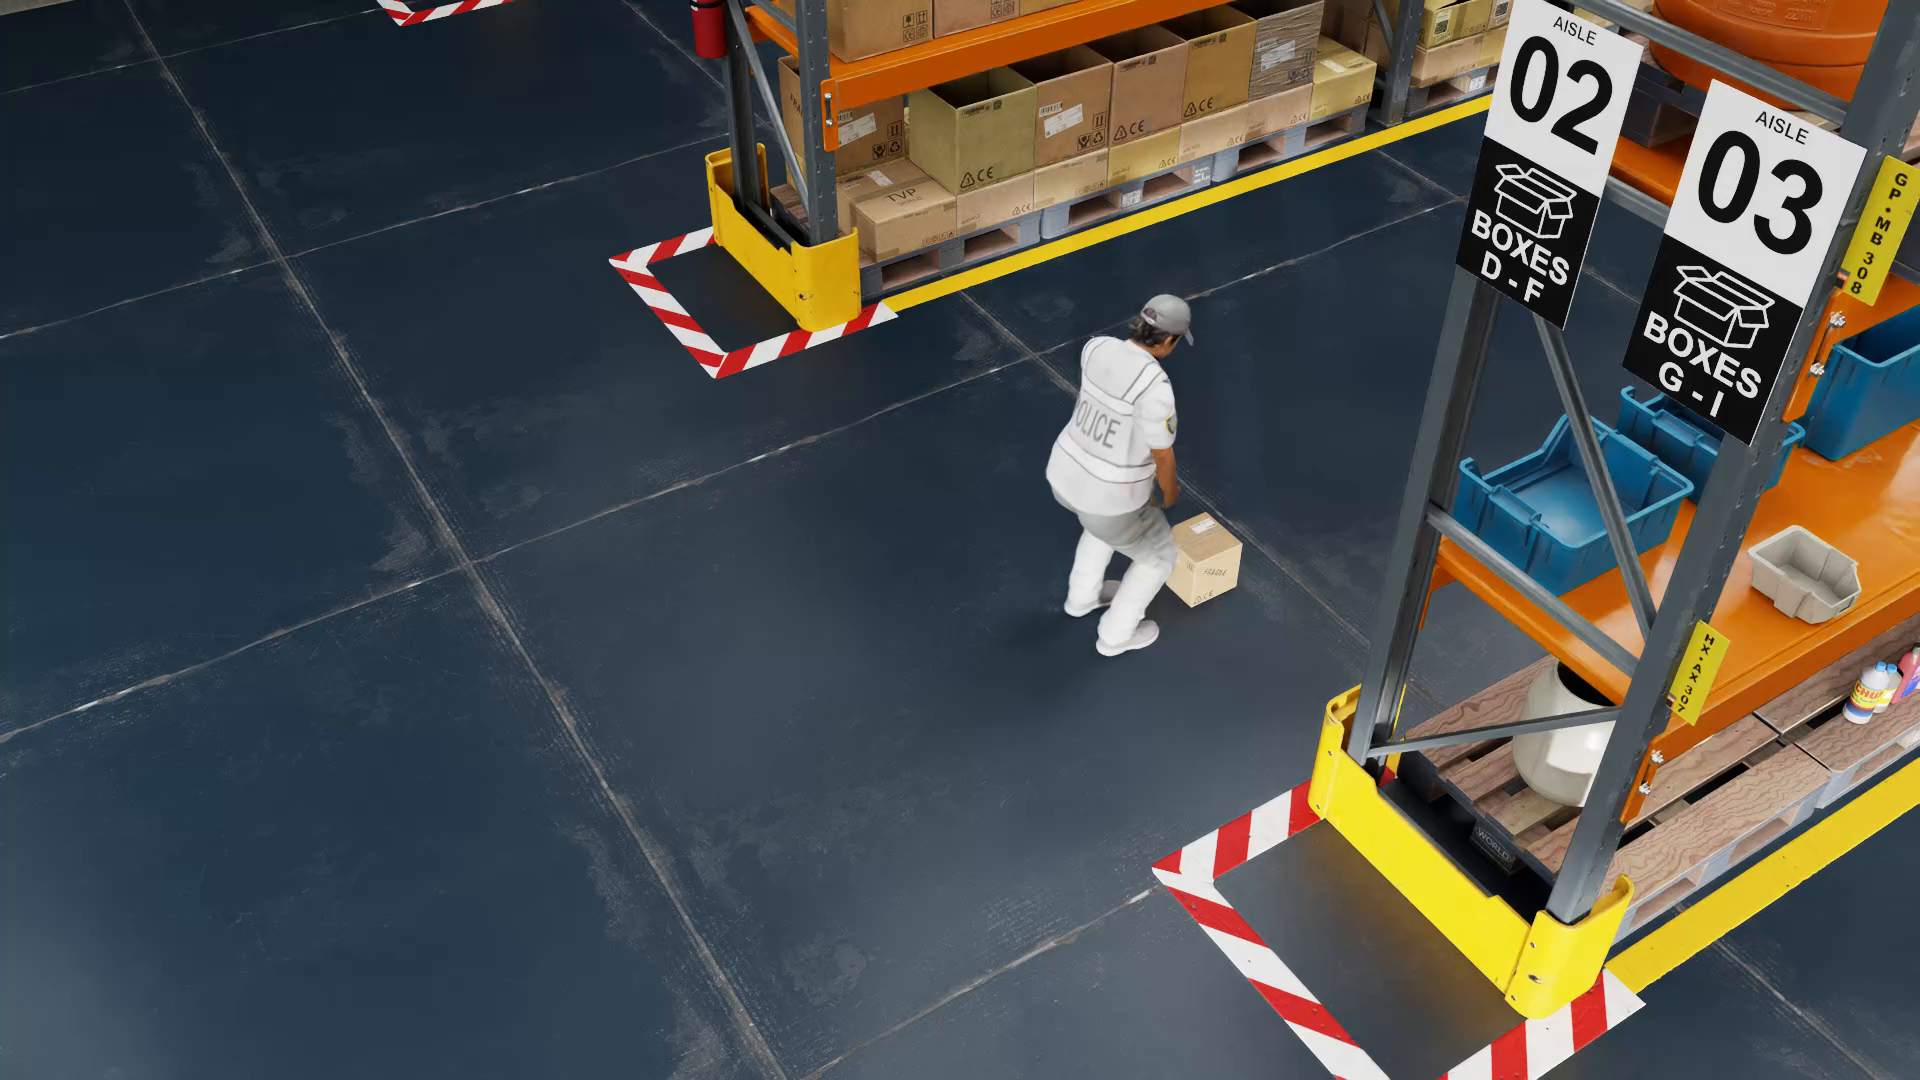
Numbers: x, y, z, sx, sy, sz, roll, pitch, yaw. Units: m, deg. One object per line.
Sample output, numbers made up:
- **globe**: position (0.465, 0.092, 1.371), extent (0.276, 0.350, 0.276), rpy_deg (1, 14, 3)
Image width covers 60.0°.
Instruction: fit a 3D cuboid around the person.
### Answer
- **person**: position (0.627, -0.253, 6.552), extent (0.591, 1.541, 0.519), rpy_deg (-22, 46, -23)
